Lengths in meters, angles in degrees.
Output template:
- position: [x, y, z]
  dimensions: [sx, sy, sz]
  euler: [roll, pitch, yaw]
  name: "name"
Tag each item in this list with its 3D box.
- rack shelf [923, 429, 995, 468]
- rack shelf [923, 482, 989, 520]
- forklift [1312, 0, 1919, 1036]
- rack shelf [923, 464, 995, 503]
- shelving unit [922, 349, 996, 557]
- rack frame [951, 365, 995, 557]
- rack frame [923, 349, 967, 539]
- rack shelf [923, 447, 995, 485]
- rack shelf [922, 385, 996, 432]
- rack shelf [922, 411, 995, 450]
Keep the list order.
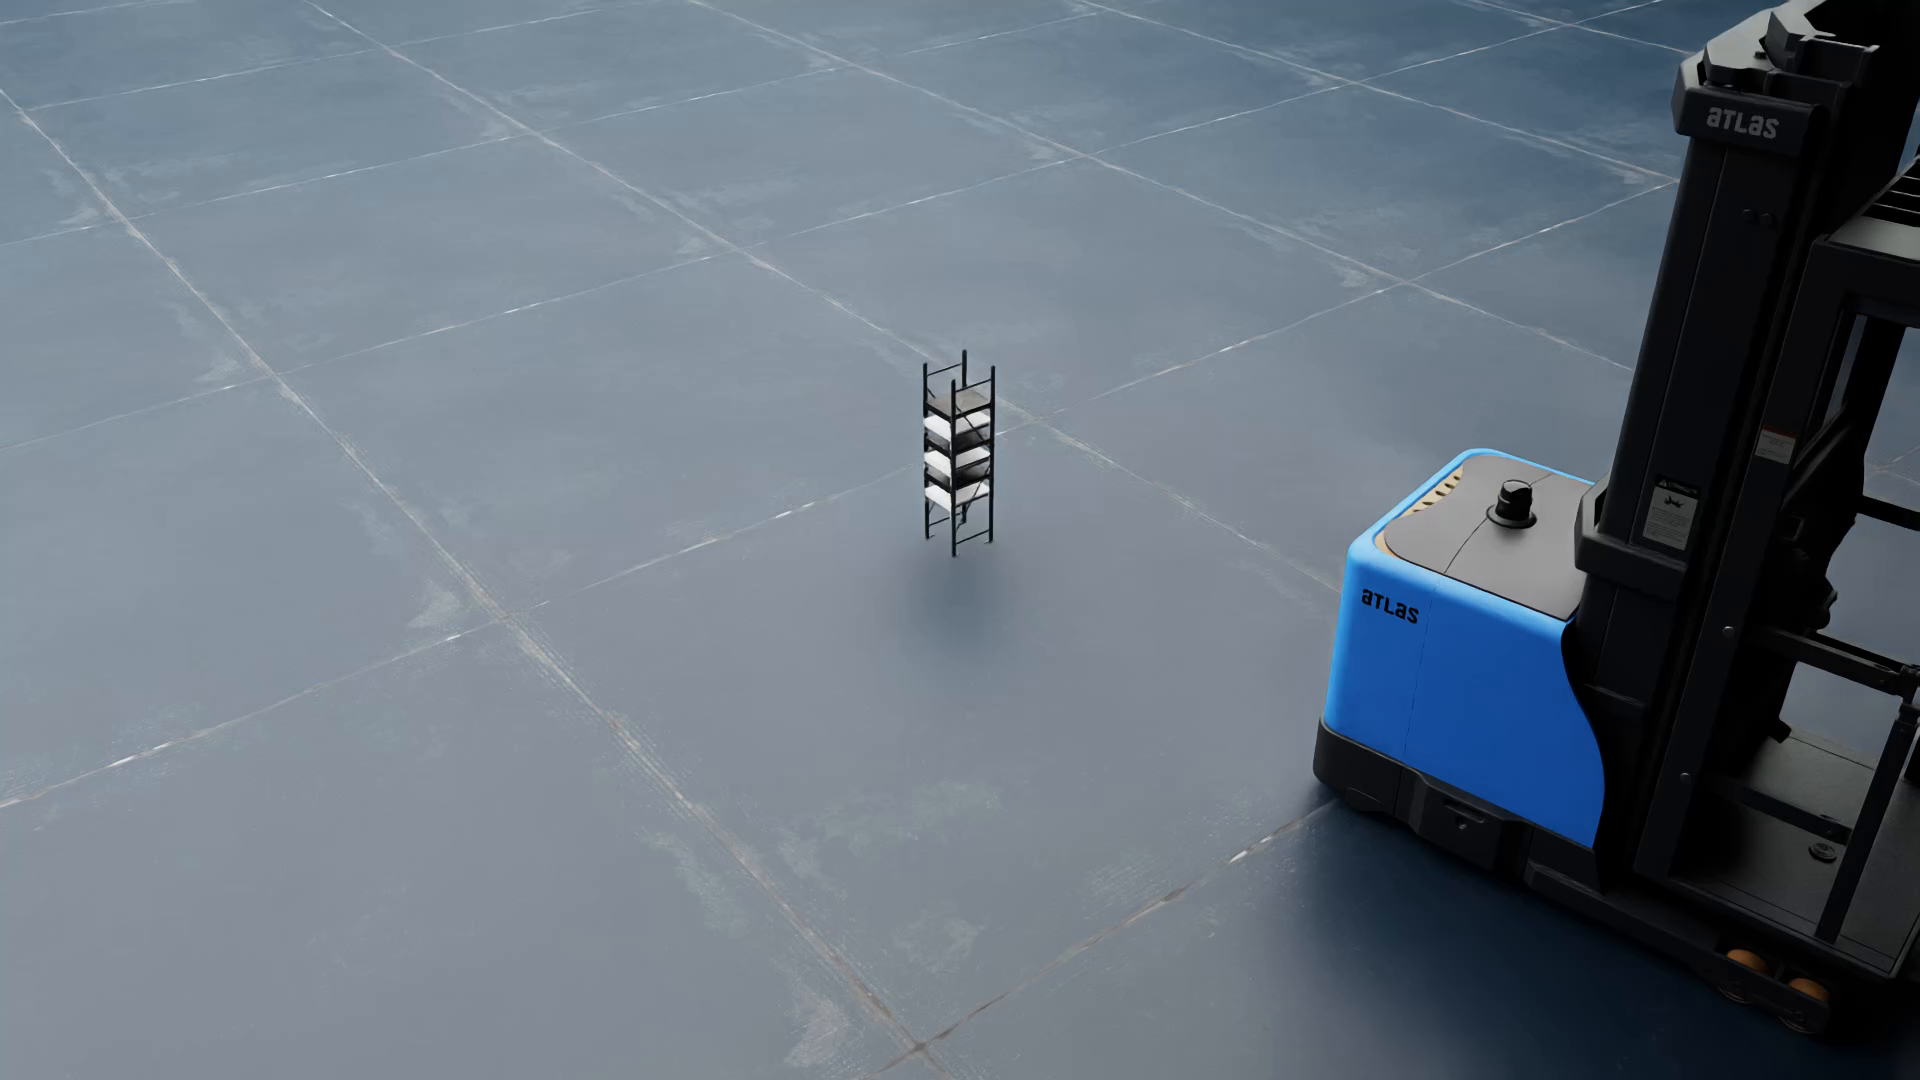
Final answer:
- position: [-0.005, -0.434, 7.488]
  dimensions: [0.258, 0.077, 0.200]
  euler: [-22, 38, -31]
  name: "rack shelf"
- position: [-0.005, -0.204, 7.631]
  dimensions: [0.258, 0.077, 0.200]
  euler: [-22, 38, -31]
  name: "rack shelf"
- position: [2.771, -0.008, 4.984]
  dimensions: [3.031, 2.935, 1.130]
  euler: [24, 39, 33]
  name: "forklift"
- position: [-0.005, -0.281, 7.583]
  dimensions: [0.258, 0.077, 0.200]
  euler: [-22, 38, -31]
  name: "rack shelf"
- position: [-0.005, -0.386, 7.518]
  dimensions: [0.258, 0.900, 0.210]
  euler: [-22, 38, -31]
  name: "shelving unit"
- position: [0.057, -0.343, 7.450]
  dimensions: [0.240, 0.900, 0.006]
  euler: [-22, 38, -31]
  name: "rack frame"
- position: [-0.067, -0.428, 7.586]
  dimensions: [0.240, 0.900, 0.006]
  euler: [-22, 38, -31]
  name: "rack frame"
- position: [-0.005, -0.357, 7.536]
  dimensions: [0.258, 0.077, 0.200]
  euler: [-22, 38, -31]
  name: "rack shelf"
- position: [-0.005, -0.587, 7.393]
  dimensions: [0.258, 0.077, 0.200]
  euler: [-22, 38, -31]
  name: "rack shelf"
- position: [-0.005, -0.510, 7.441]
  dimensions: [0.258, 0.077, 0.200]
  euler: [-22, 38, -31]
  name: "rack shelf"
